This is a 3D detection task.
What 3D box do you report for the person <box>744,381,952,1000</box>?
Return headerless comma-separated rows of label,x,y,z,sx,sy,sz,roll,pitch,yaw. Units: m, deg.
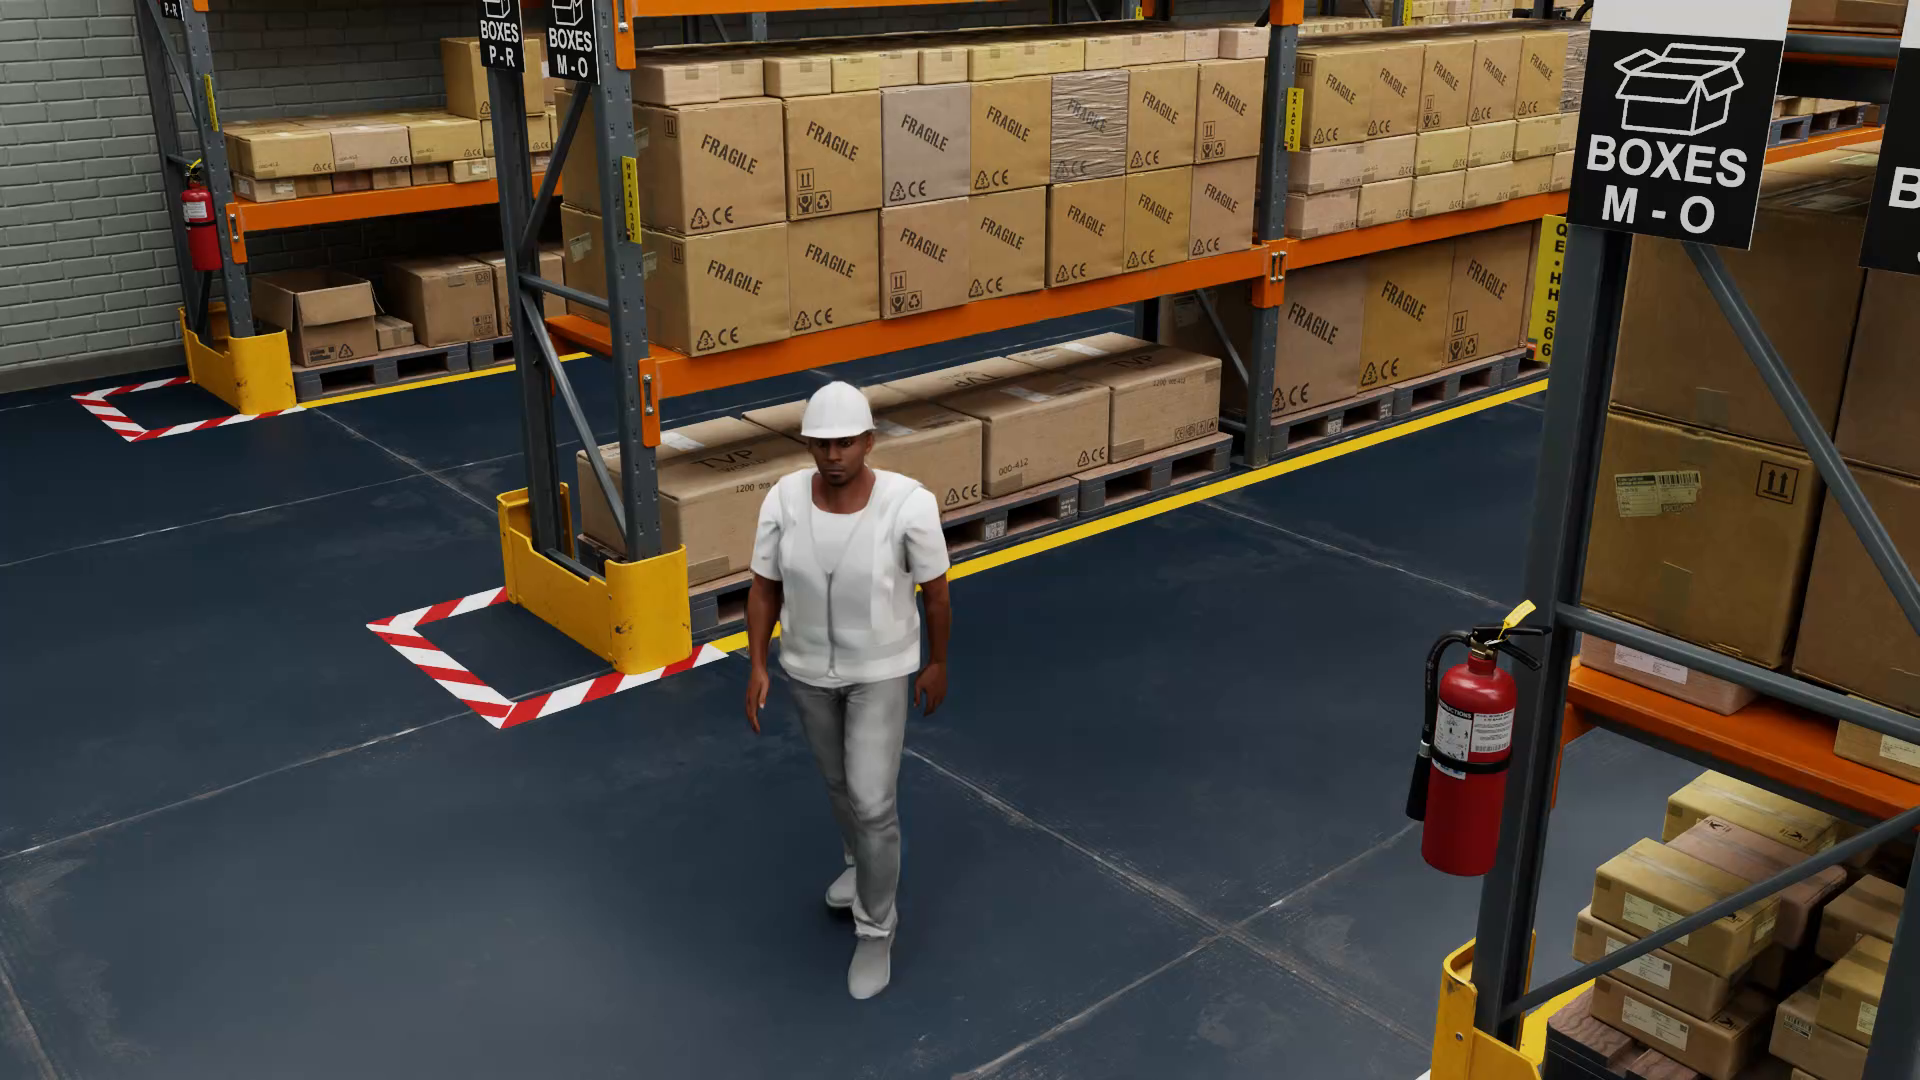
person,-0.346,0.424,4.964,0.583,1.820,0.666,6,22,16
